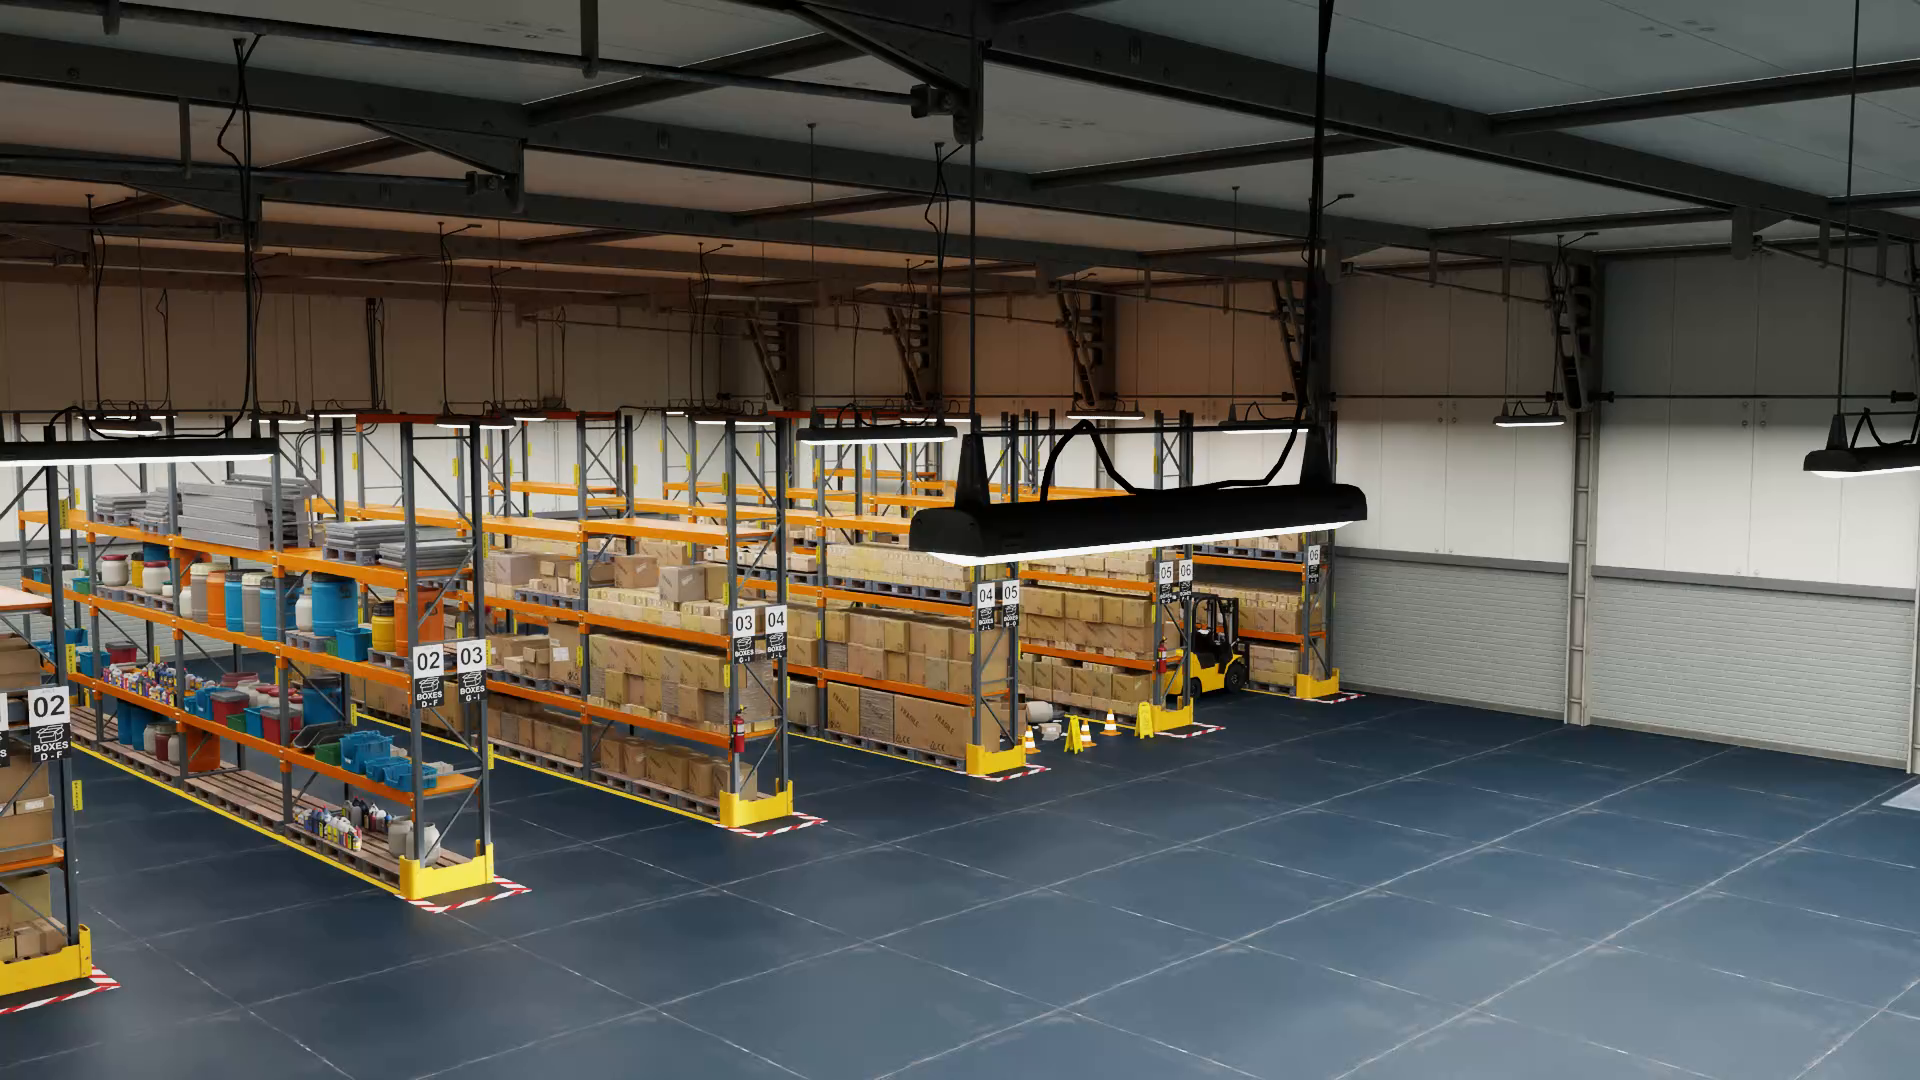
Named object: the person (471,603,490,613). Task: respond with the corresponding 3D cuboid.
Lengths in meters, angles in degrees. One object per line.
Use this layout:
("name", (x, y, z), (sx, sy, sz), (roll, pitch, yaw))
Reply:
("person", (-11.518, 1.972, 40.228), (0.653, 1.781, 0.813), (3, 6, 32))
